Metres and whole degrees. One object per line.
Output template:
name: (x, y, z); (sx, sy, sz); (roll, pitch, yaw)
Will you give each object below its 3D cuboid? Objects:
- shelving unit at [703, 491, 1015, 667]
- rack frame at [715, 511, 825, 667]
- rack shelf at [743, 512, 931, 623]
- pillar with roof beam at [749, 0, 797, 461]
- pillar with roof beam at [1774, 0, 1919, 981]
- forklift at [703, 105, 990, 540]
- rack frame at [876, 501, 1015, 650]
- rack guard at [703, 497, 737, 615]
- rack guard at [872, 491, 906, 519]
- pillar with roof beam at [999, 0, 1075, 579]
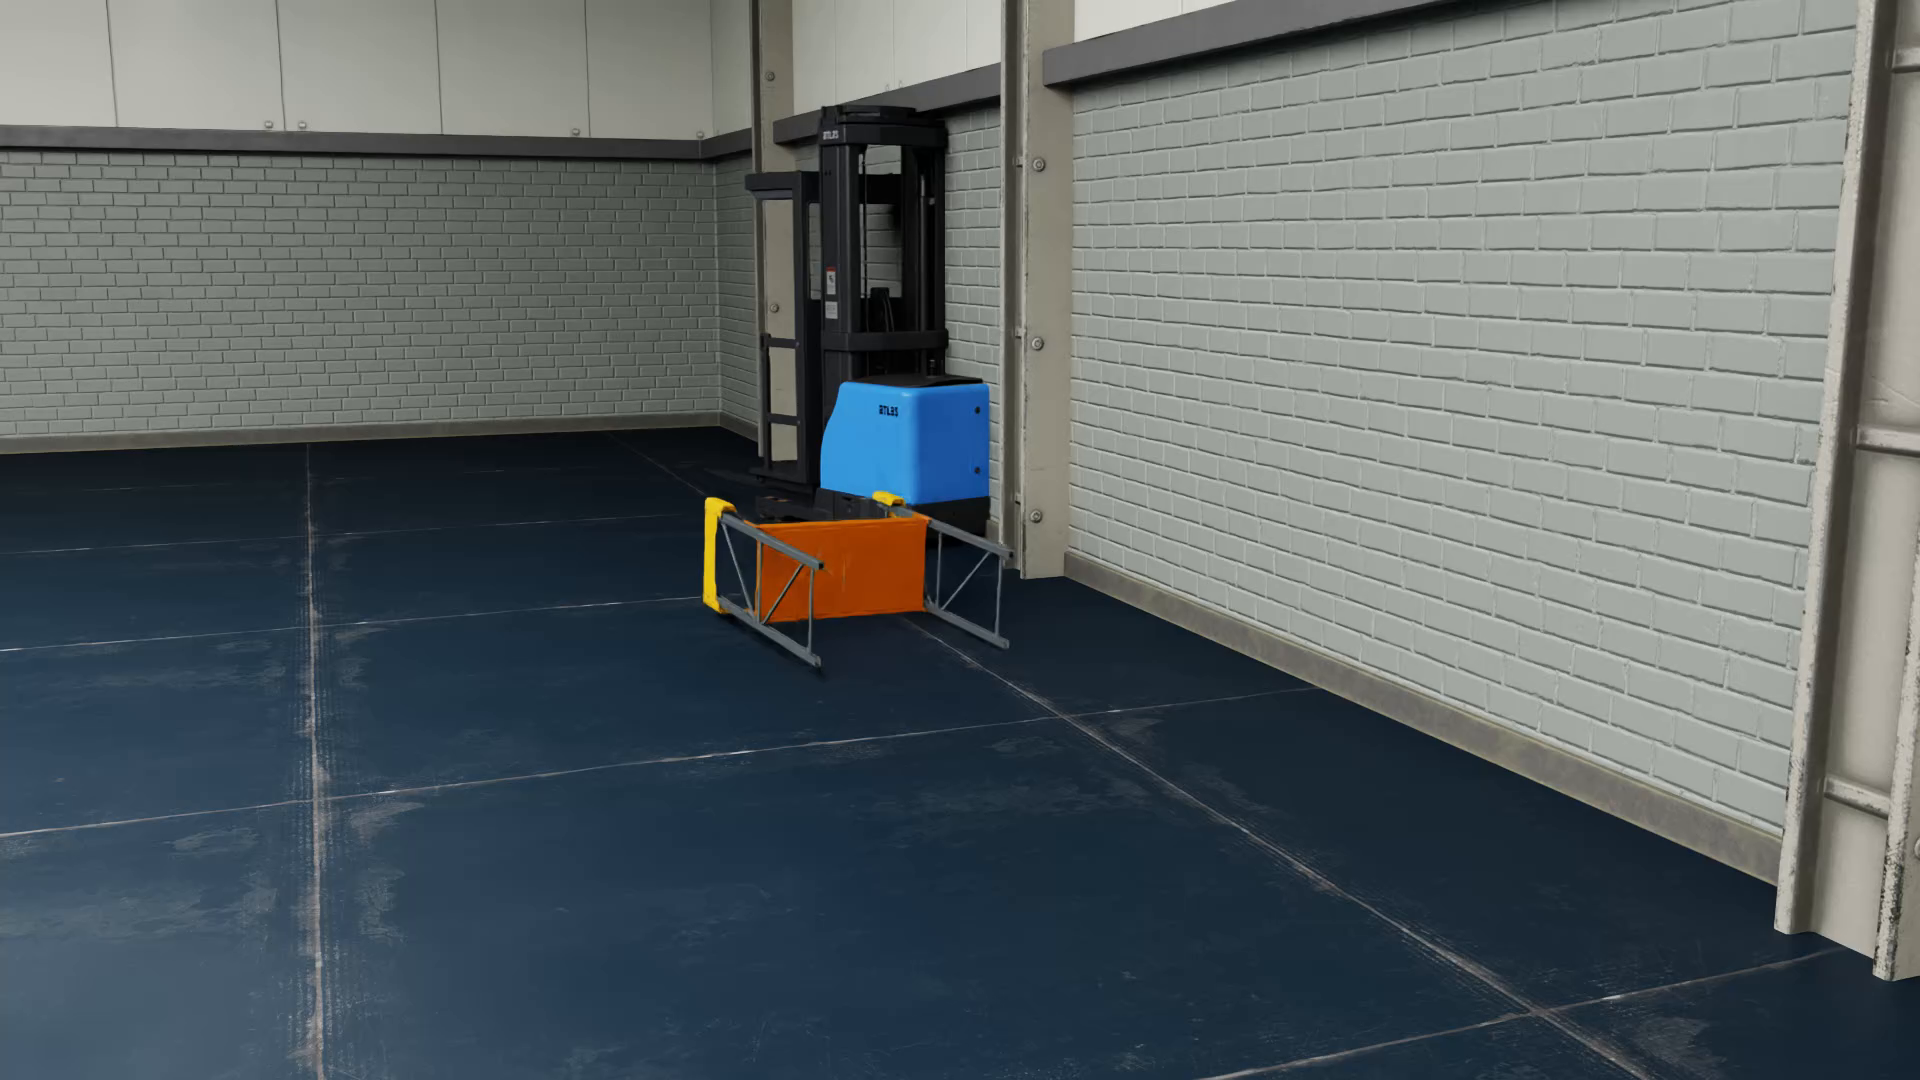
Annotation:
shelving unit: (-0.552, 0.178, 8.591); (1.083, 0.587, 1.500); (-3, 13, -28)
rack frame: (-1.006, 0.204, 8.345); (0.032, 0.500, 1.500); (-3, 13, -28)
rack shelf: (-0.645, 0.144, 8.741); (1.000, 0.538, 0.185); (-3, 13, -28)
pillar with roof beam: (-5.731, -4.941, 13.505); (9.100, 9.000, 0.400); (-4, 11, -21)
pillar with roof beam: (-1.382, -2.983, 2.493); (9.100, 9.000, 0.400); (-4, 11, -21)
forklift: (-0.863, -1.622, 12.171); (1.130, 2.935, 3.031); (-8, 13, -38)
rack frame: (-0.113, 0.154, 8.829); (0.032, 0.500, 1.500); (-3, 13, -28)
rack guard: (-1.286, 0.083, 8.890); (0.087, 0.587, 0.250); (-3, 13, -28)
rack guard: (-0.412, 0.034, 9.365); (0.087, 0.587, 0.250); (-3, 13, -28)
pillar with roof beam: (-3.557, -3.962, 7.999); (9.100, 9.000, 0.400); (-4, 11, -21)
